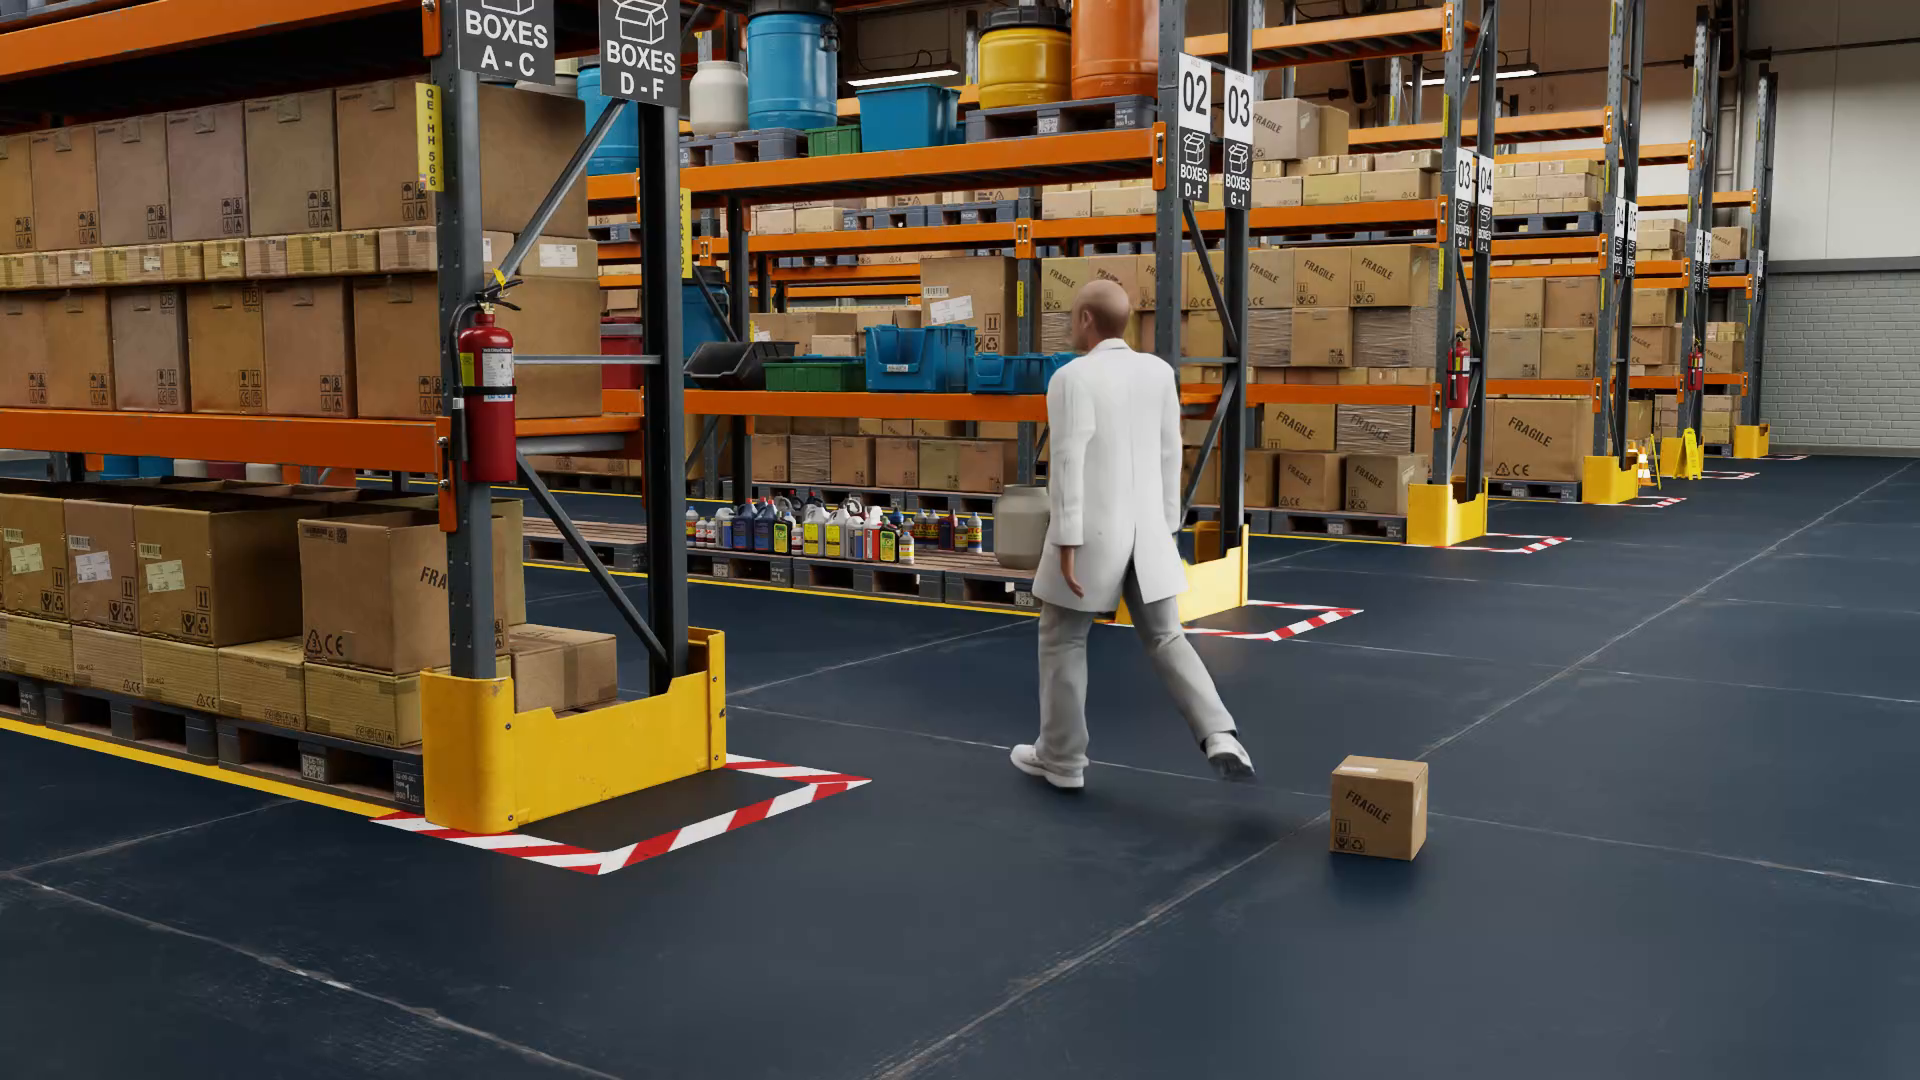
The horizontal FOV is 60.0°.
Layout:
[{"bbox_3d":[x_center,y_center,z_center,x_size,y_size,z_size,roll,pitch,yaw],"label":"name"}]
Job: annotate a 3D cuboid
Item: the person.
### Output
[{"bbox_3d":[0.577,-0.004,5.685,0.619,1.762,0.955,-3,7,-29],"label":"person"}]
